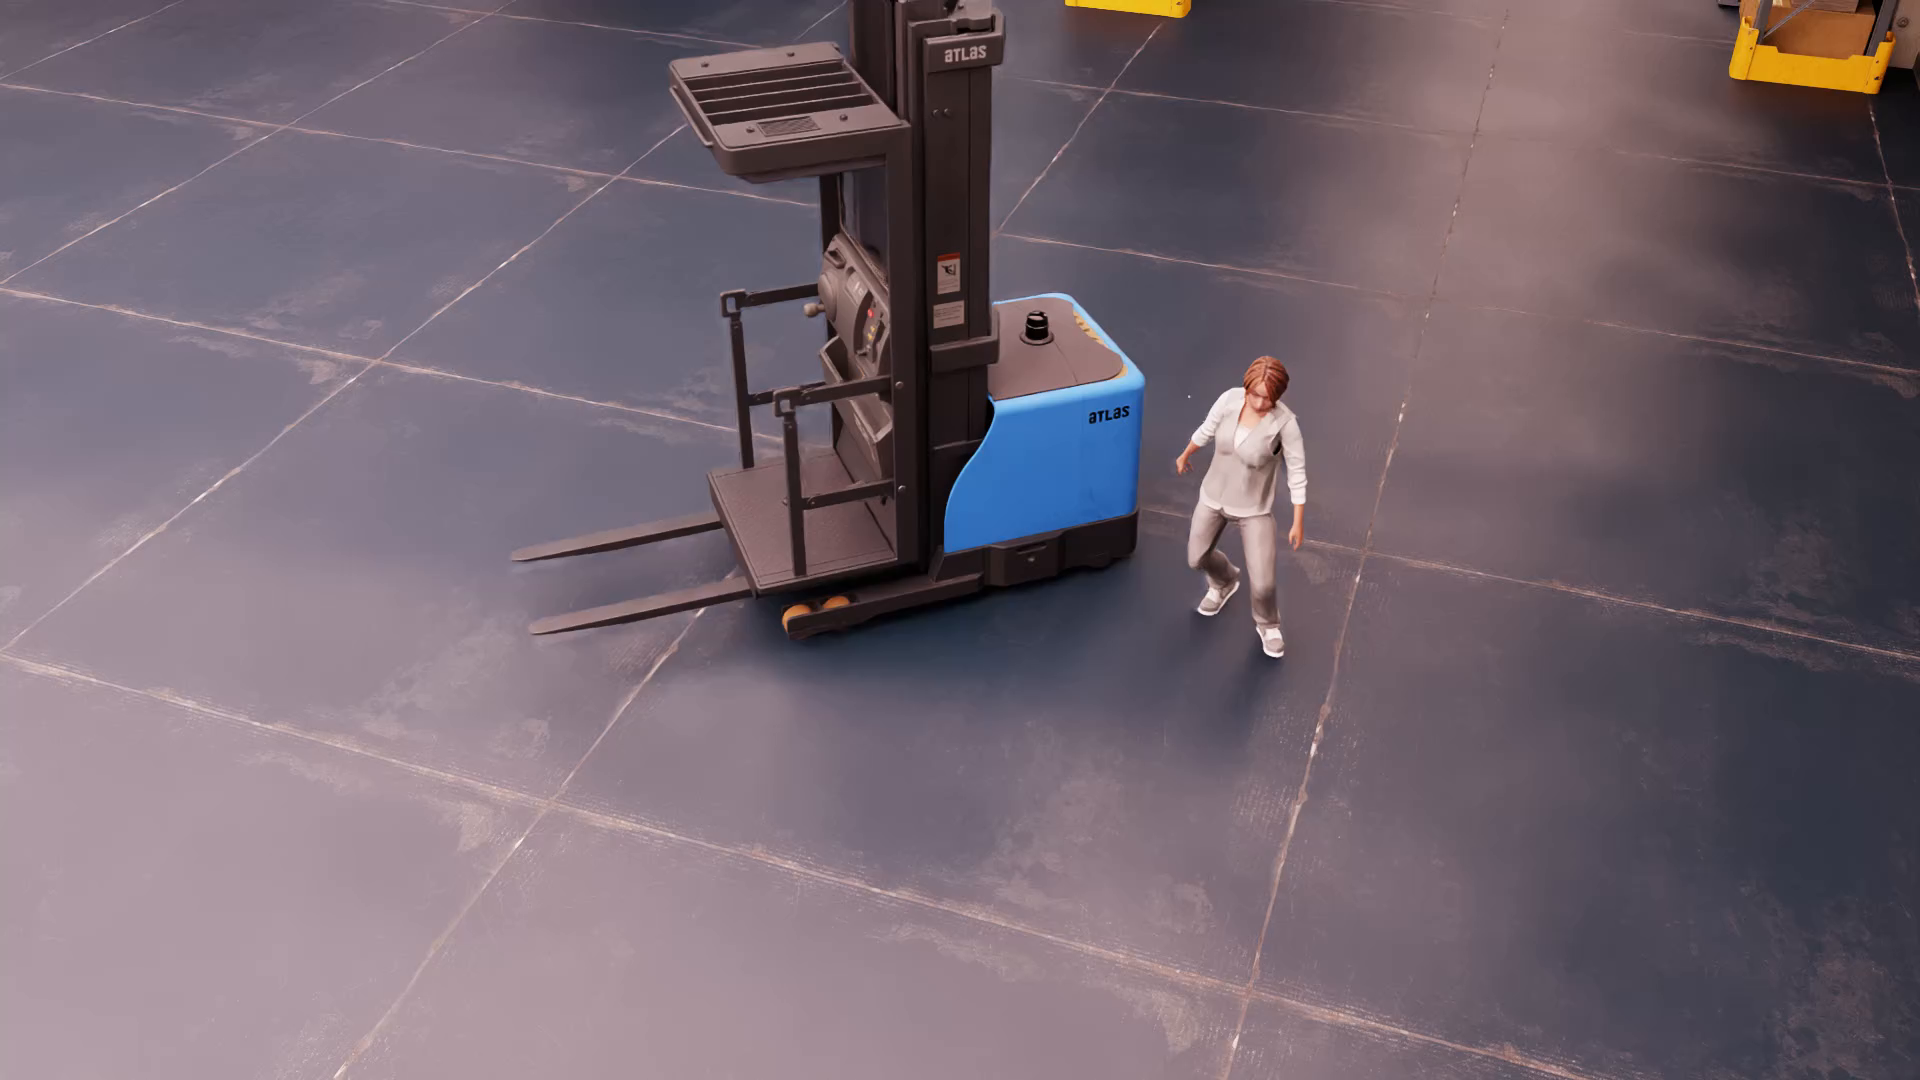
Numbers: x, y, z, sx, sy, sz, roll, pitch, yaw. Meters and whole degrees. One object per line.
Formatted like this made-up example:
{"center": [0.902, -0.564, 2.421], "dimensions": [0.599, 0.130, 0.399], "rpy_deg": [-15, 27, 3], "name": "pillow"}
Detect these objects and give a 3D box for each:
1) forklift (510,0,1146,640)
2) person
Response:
{"center": [-0.671, -1.064, 7.611], "dimensions": [3.031, 2.935, 1.130], "rpy_deg": [-12, 37, -16], "name": "forklift"}
{"center": [1.288, -0.211, 7.631], "dimensions": [0.741, 1.536, 0.475], "rpy_deg": [26, 43, 32], "name": "person"}
